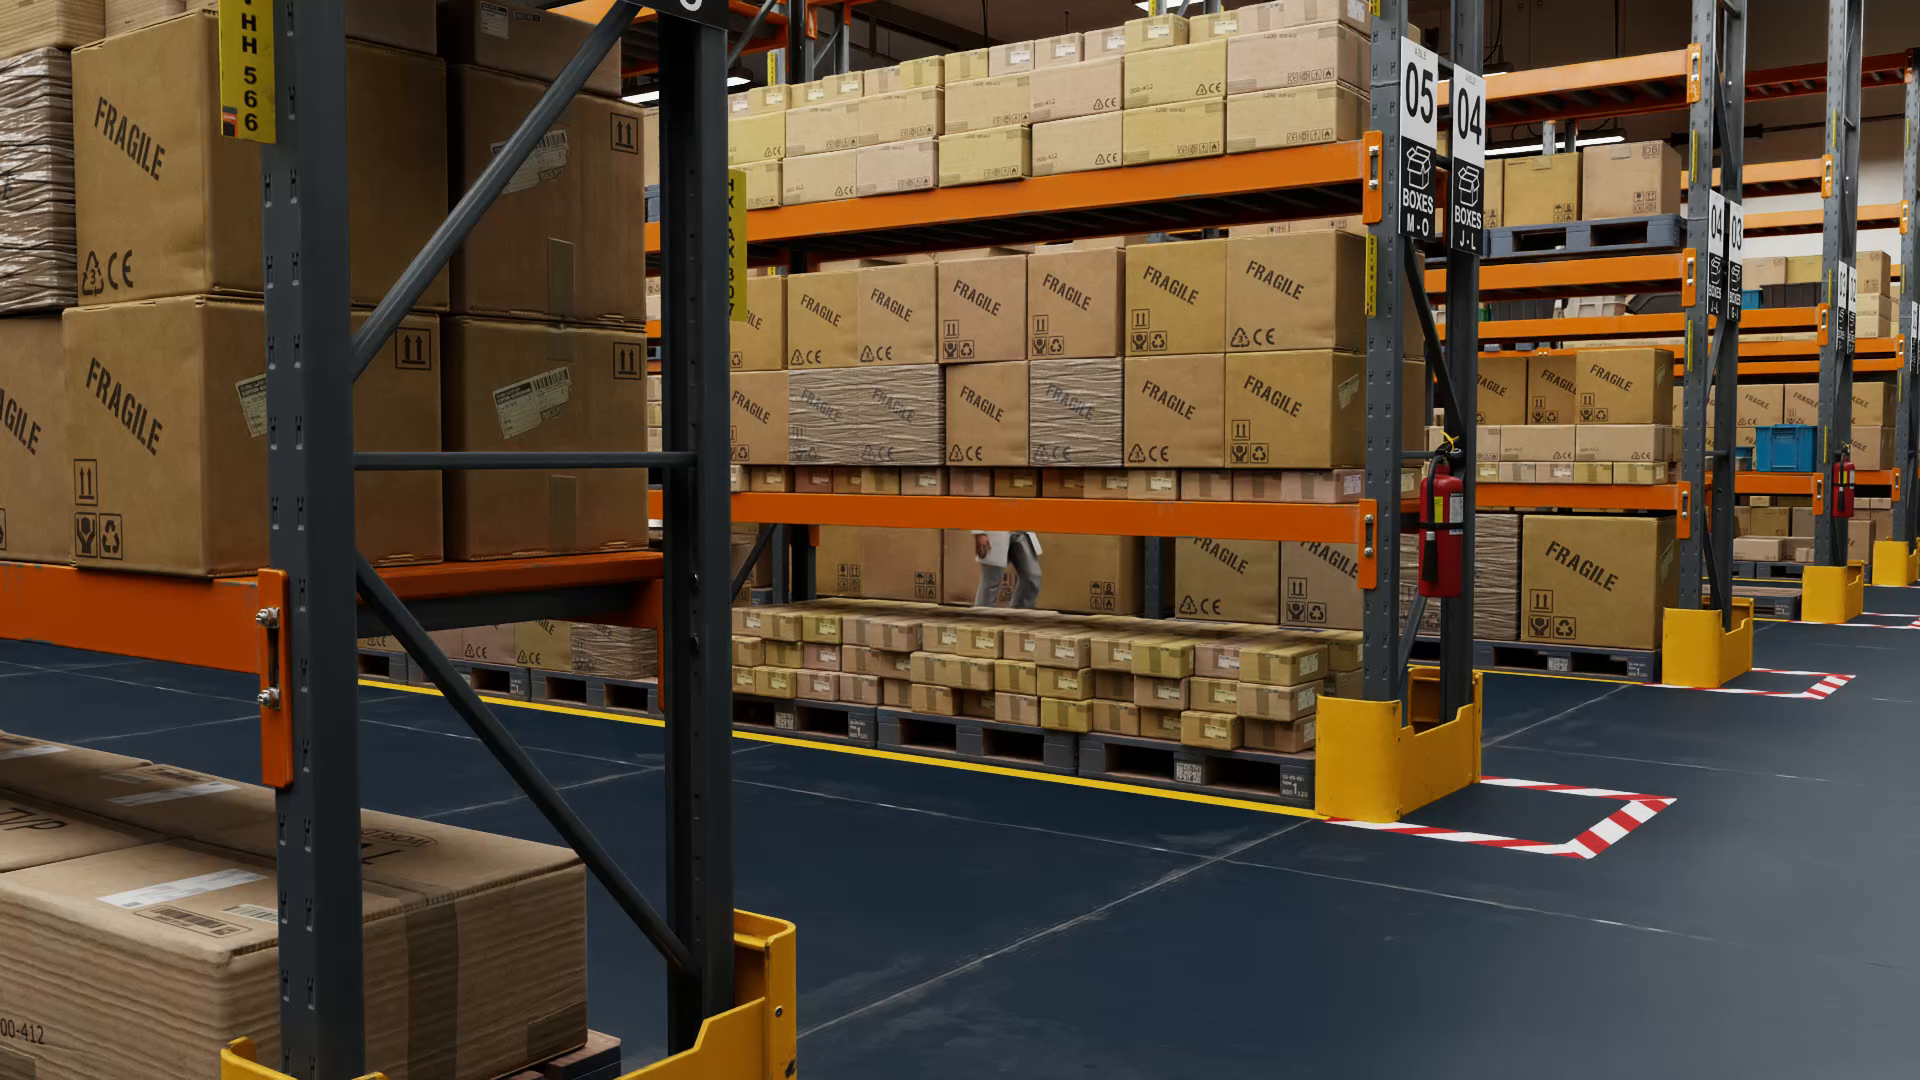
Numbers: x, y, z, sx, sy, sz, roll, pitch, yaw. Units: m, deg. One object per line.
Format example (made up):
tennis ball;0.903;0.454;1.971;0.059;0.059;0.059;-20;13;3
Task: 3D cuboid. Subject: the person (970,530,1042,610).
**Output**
person;0.320;-0.058;12.568;0.628;1.770;0.520;-3;4;-41
